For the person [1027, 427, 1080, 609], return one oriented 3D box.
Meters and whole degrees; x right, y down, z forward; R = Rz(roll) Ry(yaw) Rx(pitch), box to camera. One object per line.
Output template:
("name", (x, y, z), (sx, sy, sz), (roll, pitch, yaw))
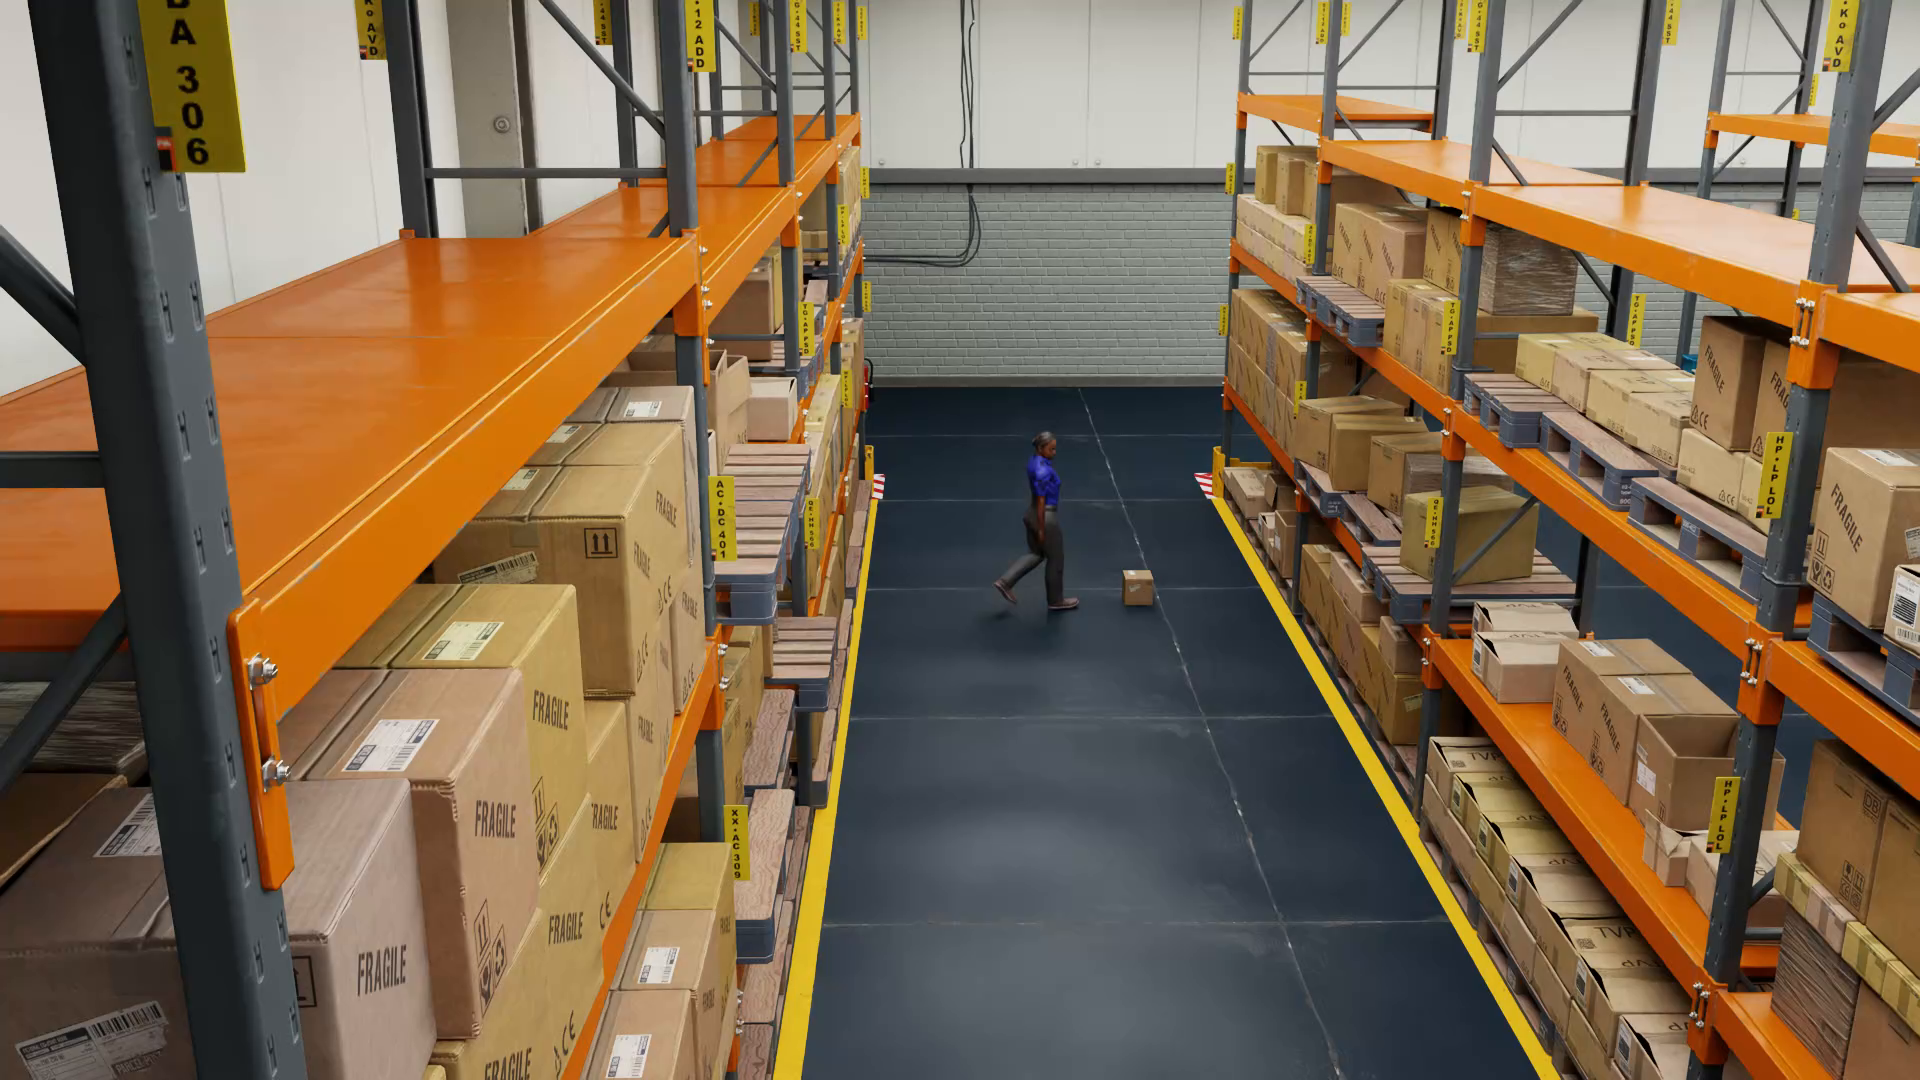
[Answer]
("person", (0.855, -0.193, 14.651), (0.413, 1.670, 0.481), (-6, 18, -19))
